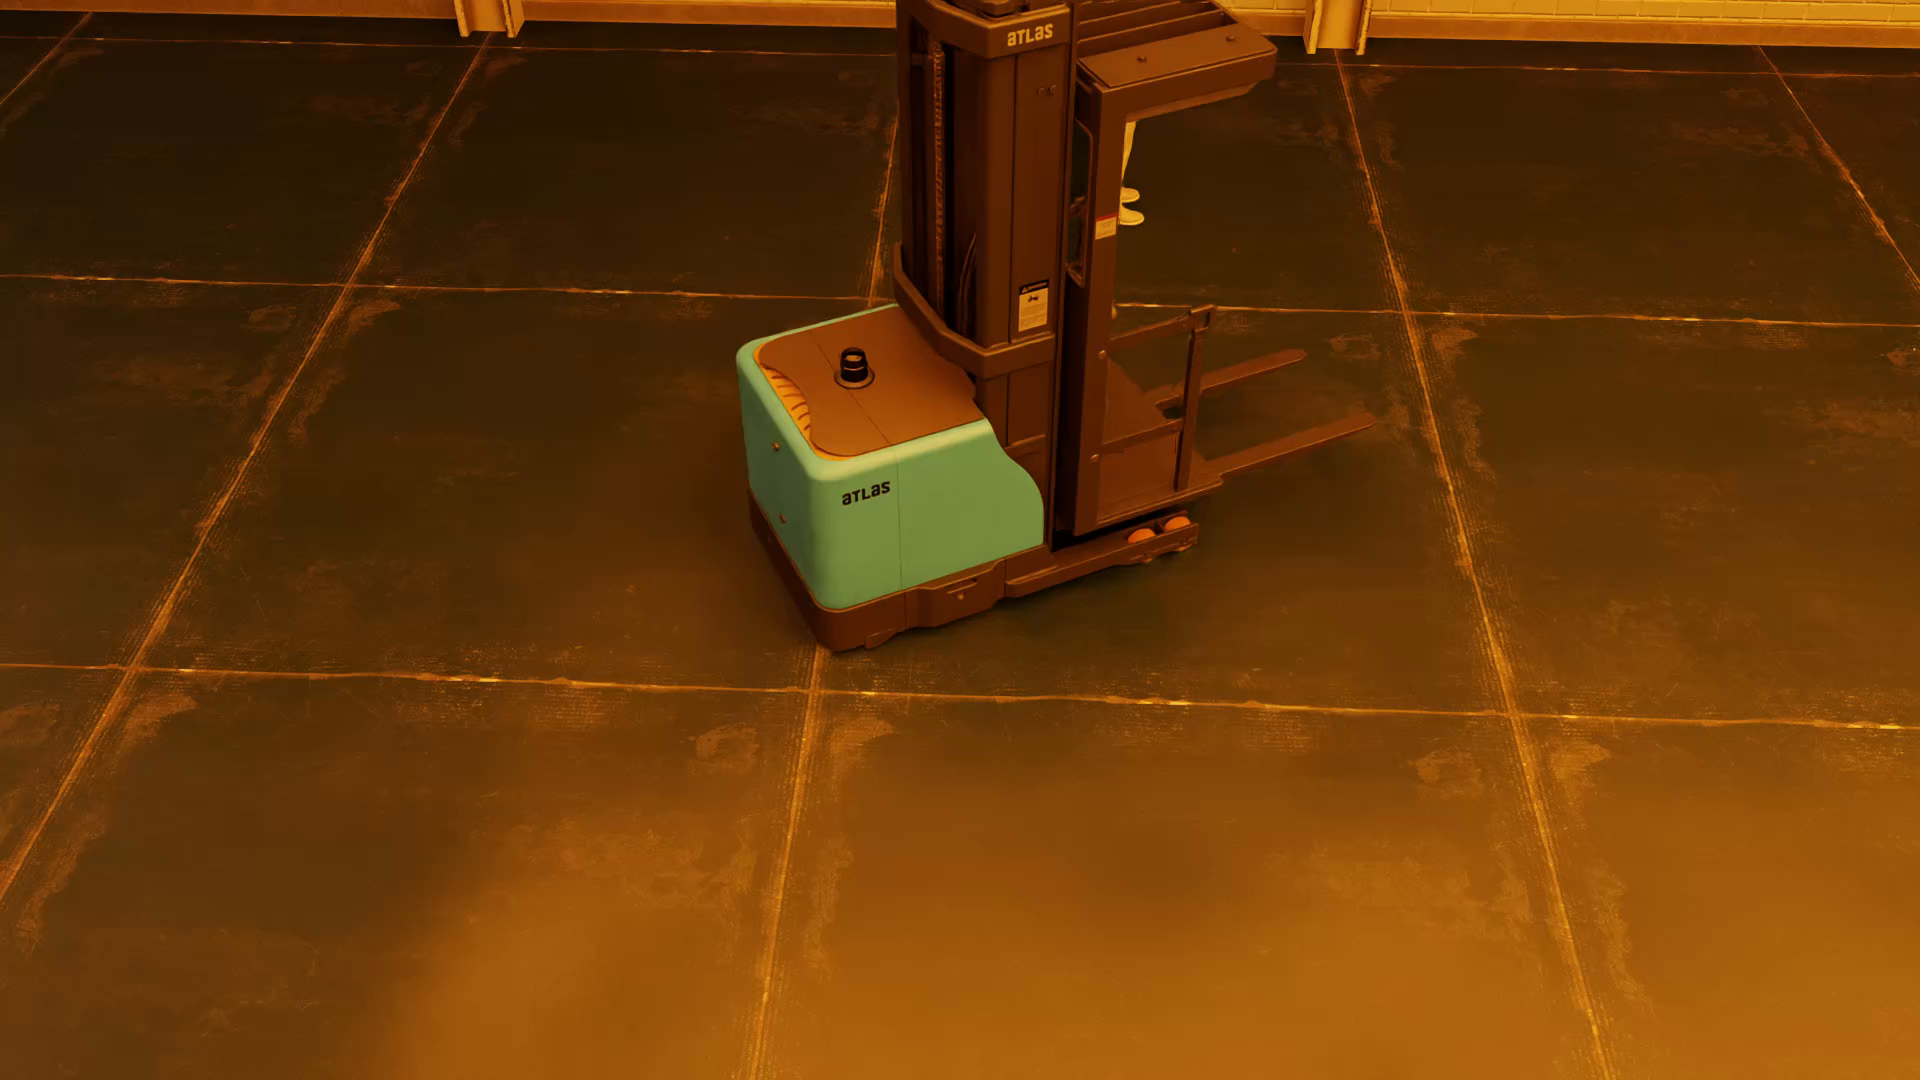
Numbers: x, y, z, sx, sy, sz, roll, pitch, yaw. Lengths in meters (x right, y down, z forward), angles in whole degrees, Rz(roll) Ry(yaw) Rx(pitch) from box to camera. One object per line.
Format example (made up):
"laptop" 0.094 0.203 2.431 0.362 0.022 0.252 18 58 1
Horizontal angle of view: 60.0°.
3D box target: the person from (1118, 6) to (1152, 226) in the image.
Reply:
"person" 0.955 -2.650 9.574 0.350 1.686 0.523 5 43 6

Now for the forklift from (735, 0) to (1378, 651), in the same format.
"forklift" 0.561 -1.277 7.141 3.031 2.935 1.130 -18 45 -18
